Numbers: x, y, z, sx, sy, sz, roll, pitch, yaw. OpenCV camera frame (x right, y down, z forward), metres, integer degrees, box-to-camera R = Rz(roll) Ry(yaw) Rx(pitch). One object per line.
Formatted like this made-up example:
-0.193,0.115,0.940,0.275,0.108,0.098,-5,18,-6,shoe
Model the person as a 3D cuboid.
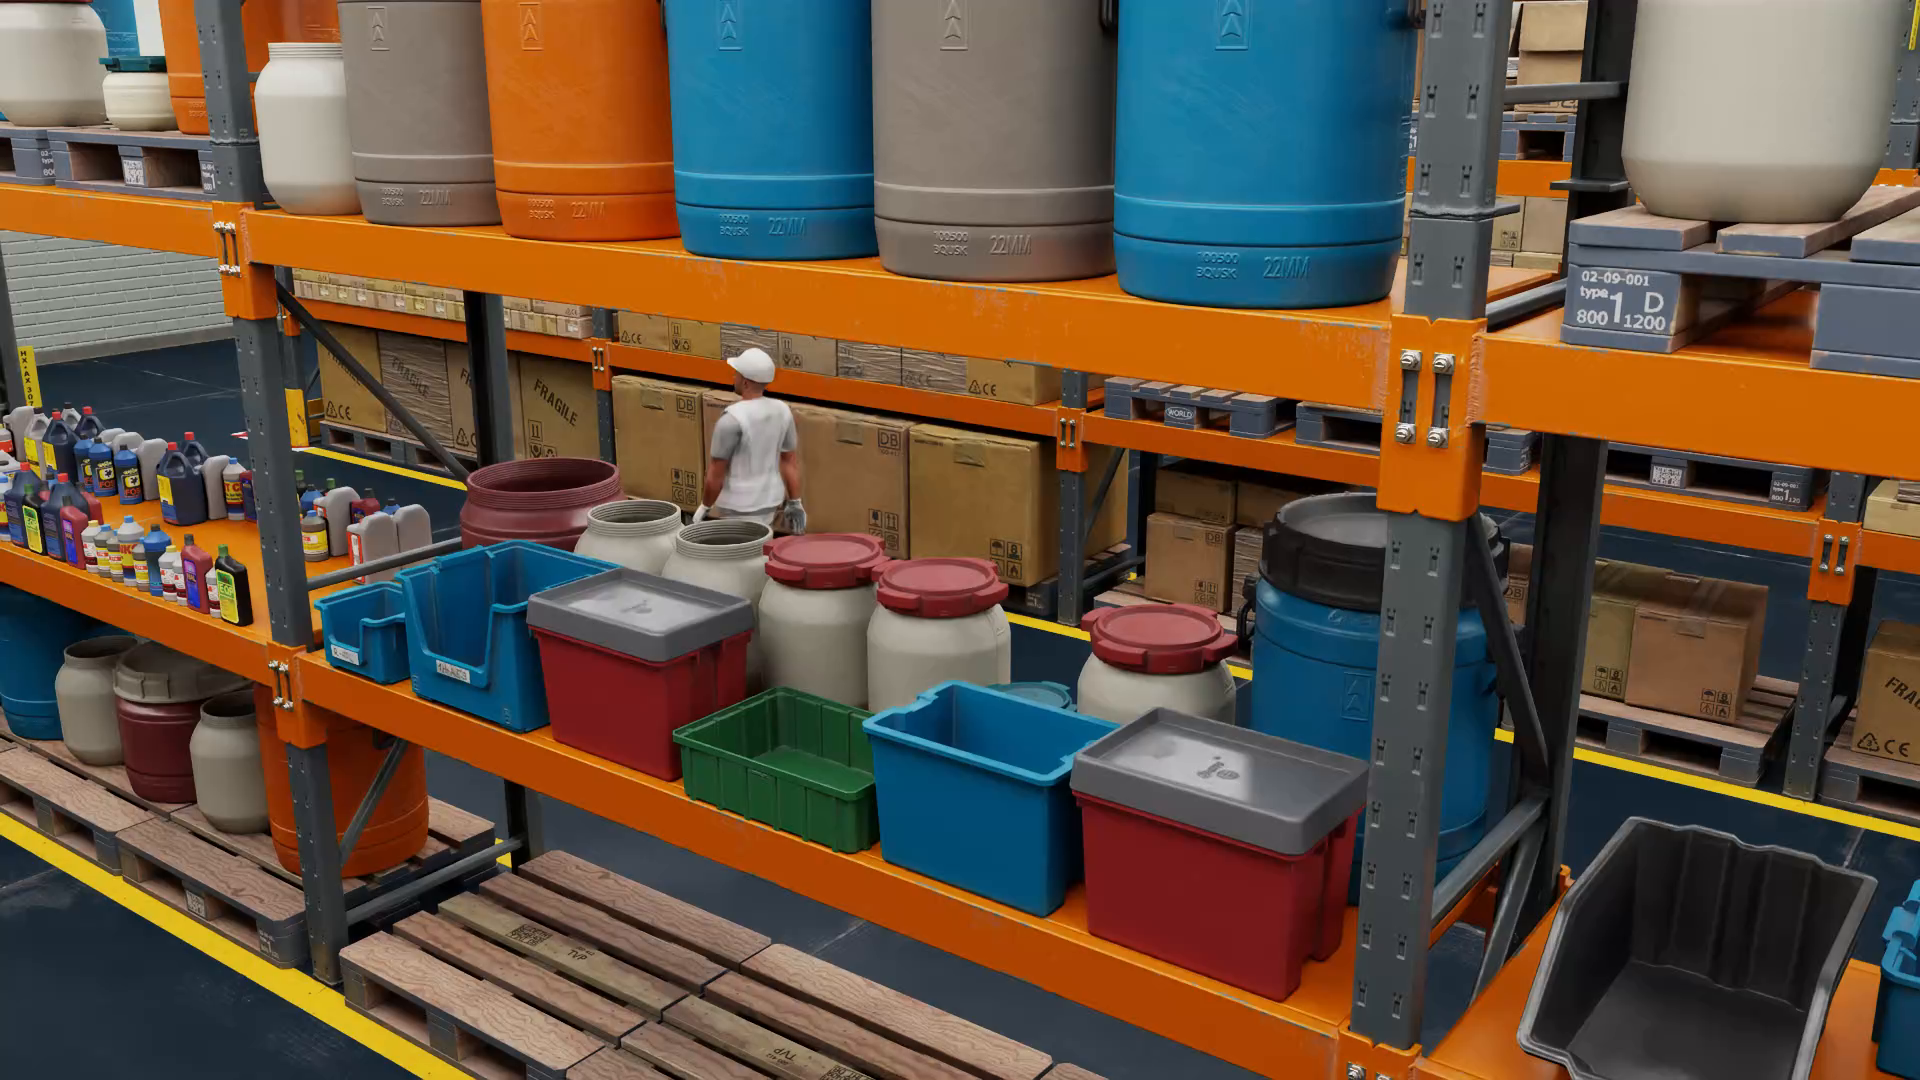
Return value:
-1.159,-0.191,9.163,1.050,1.744,0.584,12,20,35,person
